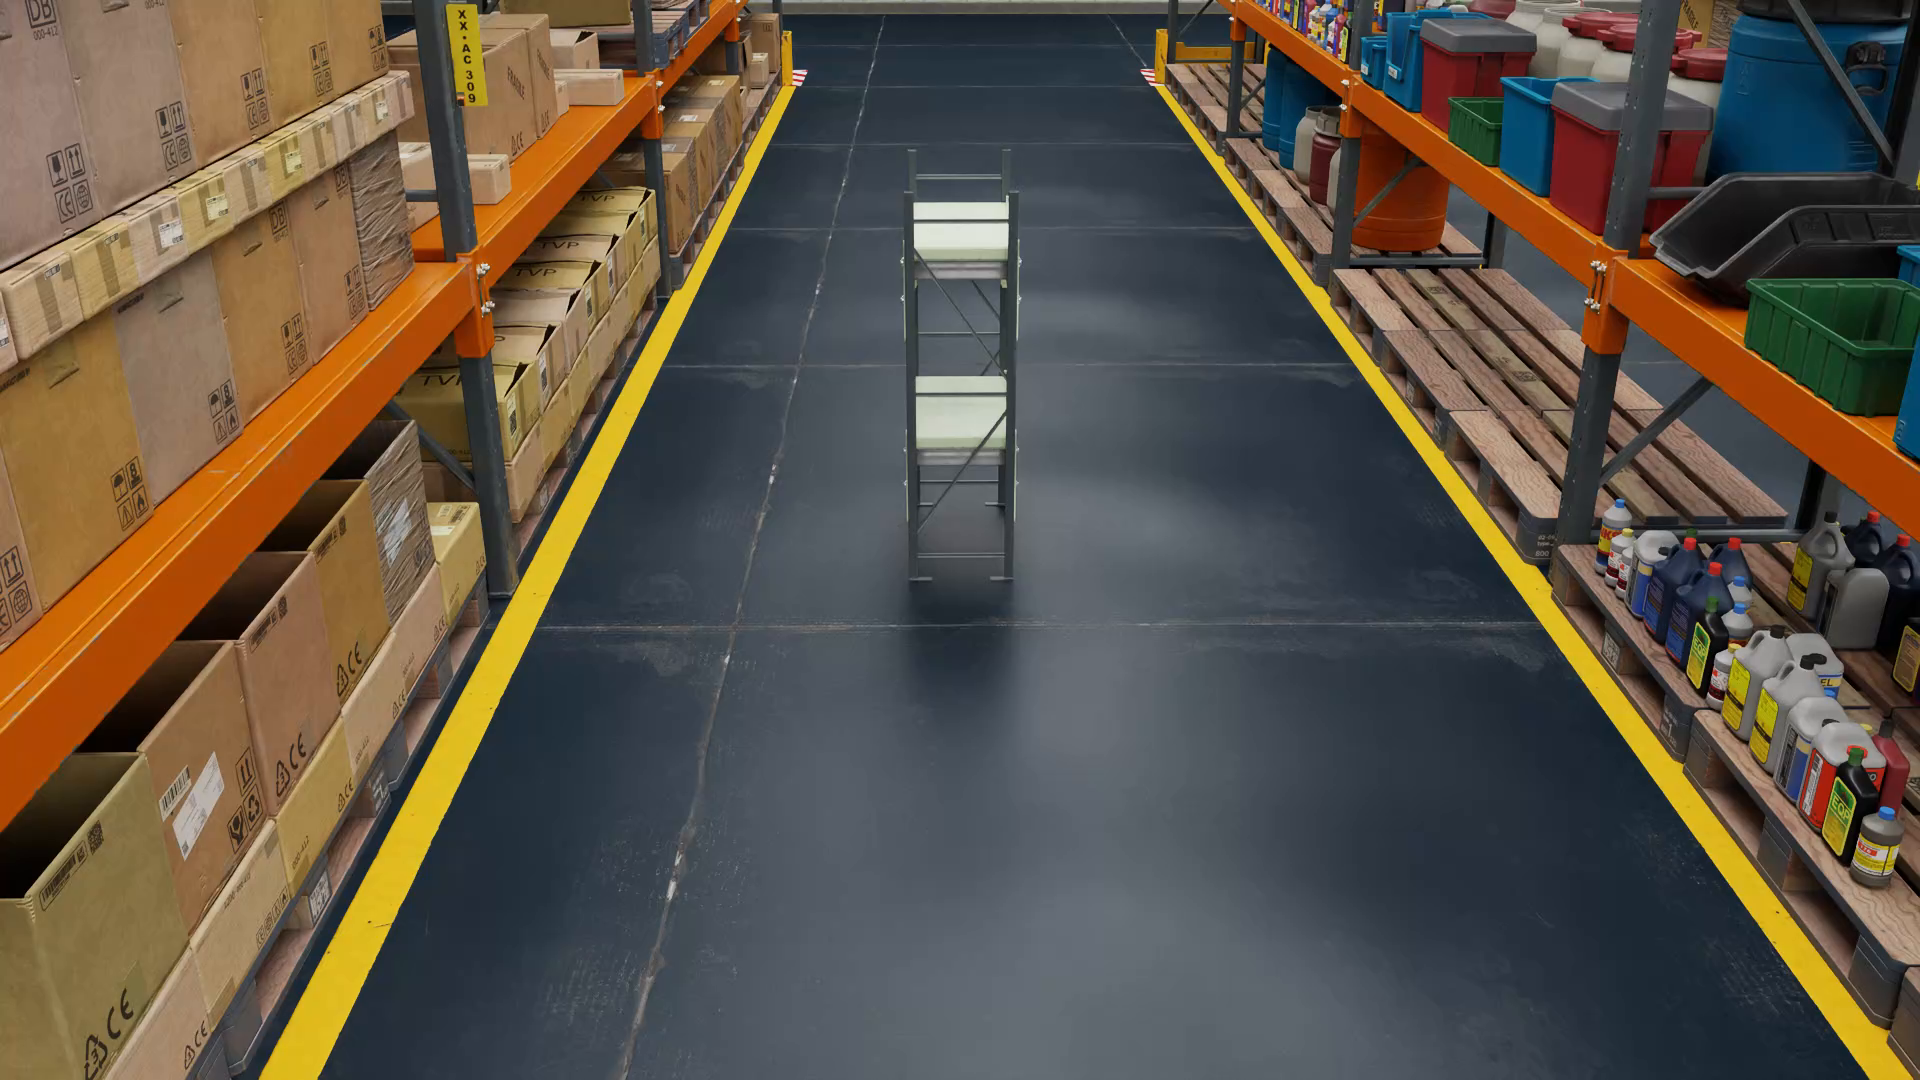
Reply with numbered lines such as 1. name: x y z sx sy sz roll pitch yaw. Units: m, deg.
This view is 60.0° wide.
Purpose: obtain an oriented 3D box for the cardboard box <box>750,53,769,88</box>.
1. cardboard box: -2.086 -4.449 15.749 0.500 0.250 0.500 0 24 -1

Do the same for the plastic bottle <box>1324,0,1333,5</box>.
1. plastic bottle: 2.420 -3.499 10.988 0.061 0.283 0.133 0 24 -1

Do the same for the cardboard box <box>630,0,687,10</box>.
1. cardboard box: -2.170 -3.693 10.644 0.700 0.500 0.500 4 25 9

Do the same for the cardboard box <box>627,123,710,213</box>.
1. cardboard box: -1.963 -2.492 11.119 0.500 0.500 0.500 -1 24 -1

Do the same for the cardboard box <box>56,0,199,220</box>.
1. cardboard box: -2.161 -1.004 3.635 0.700 0.500 0.500 0 24 -1

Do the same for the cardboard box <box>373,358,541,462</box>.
1. cardboard box: -1.944 -0.536 6.442 0.500 0.311 0.500 0 24 0

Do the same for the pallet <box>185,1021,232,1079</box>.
1. pallet: -2.195 1.433 3.325 1.003 0.211 1.213 0 24 -1

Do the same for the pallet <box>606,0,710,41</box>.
1. pallet: -2.258 -3.533 11.154 1.003 0.211 1.213 0 24 -1

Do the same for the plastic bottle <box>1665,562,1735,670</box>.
1. plastic bottle: 2.361 0.227 5.288 0.144 0.351 0.185 -1 24 -3

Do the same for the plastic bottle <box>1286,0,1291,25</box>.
1. plastic bottle: 2.289 -3.672 11.385 0.097 0.271 0.097 0 24 0

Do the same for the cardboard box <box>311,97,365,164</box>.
1. cardboard box: -1.965 -1.191 4.835 0.380 0.149 0.250 -1 24 -2

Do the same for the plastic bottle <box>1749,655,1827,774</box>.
1. plastic bottle: 2.368 0.479 4.731 0.144 0.351 0.185 1 24 2

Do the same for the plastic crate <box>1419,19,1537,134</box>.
1. plastic crate: 2.433 -2.202 7.900 0.402 0.464 0.583 0 24 -1

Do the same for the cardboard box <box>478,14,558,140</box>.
1. cardboard box: -2.197 -2.173 7.794 0.500 0.500 0.500 -2 24 -3

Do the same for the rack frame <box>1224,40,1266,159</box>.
1. rack frame: 2.678 -4.488 13.033 1.000 3.000 0.127 0 24 -1

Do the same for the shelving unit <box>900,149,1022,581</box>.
1. shelving unit: 0.000 -0.681 6.435 0.431 1.500 0.755 0 24 -1

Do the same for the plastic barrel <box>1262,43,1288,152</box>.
1. plastic barrel: 2.667 -3.499 12.883 0.600 0.901 0.708 0 24 -1

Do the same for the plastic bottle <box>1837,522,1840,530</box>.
1. plastic bottle: 3.081 0.031 5.903 0.097 0.201 0.097 0 24 0

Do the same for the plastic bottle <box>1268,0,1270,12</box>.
1. plastic bottle: 2.282 -3.926 12.032 0.097 0.201 0.097 0 24 0

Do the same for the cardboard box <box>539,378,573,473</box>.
1. cardboard box: -1.949 -0.487 7.014 0.500 0.250 0.500 0 24 1

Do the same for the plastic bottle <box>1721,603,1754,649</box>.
1. plastic bottle: 2.400 0.324 5.171 0.097 0.271 0.097 0 24 0

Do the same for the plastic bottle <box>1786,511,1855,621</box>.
1. plastic bottle: 2.916 0.080 5.614 0.144 0.351 0.185 0 24 -1

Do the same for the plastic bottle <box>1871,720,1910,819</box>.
1. plastic bottle: 2.481 0.634 4.470 0.061 0.283 0.133 0 24 -1

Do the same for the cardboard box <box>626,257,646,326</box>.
1. cardboard box: -1.973 -1.329 8.877 0.500 0.250 0.500 -1 24 -1

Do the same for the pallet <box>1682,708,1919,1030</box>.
1. pallet: 2.747 0.860 4.592 1.003 0.211 1.213 0 24 -1

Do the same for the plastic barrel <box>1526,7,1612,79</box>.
1. plastic barrel: 2.951 -2.294 8.047 0.421 0.512 0.421 0 24 0

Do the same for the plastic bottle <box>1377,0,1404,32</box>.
1. plastic bottle: 2.876 -3.578 11.081 0.144 0.351 0.185 0 24 -1

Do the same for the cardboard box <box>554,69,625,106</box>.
1. cardboard box: -1.946 -2.335 8.578 0.380 0.149 0.250 0 24 -1

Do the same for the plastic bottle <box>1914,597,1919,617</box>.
1. plastic bottle: 3.106 0.256 5.307 0.061 0.283 0.133 1 24 3

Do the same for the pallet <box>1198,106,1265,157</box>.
1. pallet: 2.631 -3.520 14.277 1.003 0.211 1.213 0 24 -1

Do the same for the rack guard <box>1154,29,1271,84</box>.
1. rack guard: 2.621 -5.007 17.214 1.175 0.500 0.348 0 24 -1

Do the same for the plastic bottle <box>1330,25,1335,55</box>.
1. plastic bottle: 2.305 -3.057 10.110 0.097 0.201 0.097 0 24 0

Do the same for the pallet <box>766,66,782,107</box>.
1. pallet: -2.309 -4.485 16.411 1.003 0.211 1.213 0 24 -1

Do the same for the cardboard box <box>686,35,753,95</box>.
1. cardboard box: -2.301 -4.304 15.123 0.797 0.503 0.637 0 24 -1

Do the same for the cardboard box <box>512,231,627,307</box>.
1. cardboard box: -1.965 -1.376 8.299 0.500 0.311 0.500 0 24 -1

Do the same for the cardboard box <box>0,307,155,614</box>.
1. cardboard box: -2.147 -0.181 3.390 0.700 0.500 0.500 0 24 0

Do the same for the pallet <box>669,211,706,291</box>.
1. pallet: -2.202 -1.856 10.598 1.003 0.211 1.213 0 24 -1

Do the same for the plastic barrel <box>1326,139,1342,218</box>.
1. plastic barrel: 2.603 -2.331 10.774 0.421 0.512 0.421 0 24 0

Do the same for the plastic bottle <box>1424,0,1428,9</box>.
1. plastic bottle: 3.073 -3.443 10.864 0.061 0.283 0.133 0 24 -1

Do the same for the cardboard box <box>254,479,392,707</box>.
1. cardboard box: -1.962 0.151 4.693 0.500 0.500 0.500 0 24 -1

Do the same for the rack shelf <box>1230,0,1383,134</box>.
1. rack shelf: 2.699 -3.336 11.359 1.077 0.370 4.000 0 24 -1

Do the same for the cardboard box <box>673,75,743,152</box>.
1. cardboard box: -1.983 -3.327 12.965 0.500 0.500 0.500 0 24 -1

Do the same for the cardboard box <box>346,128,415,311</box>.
1. cardboard box: -2.177 -1.034 5.274 0.700 0.500 0.500 -1 24 -2

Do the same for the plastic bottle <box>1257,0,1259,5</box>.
1. plastic bottle: 2.277 -4.134 12.406 0.097 0.271 0.097 0 24 0

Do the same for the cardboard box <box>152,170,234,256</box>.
1. cardboard box: -1.953 -0.768 3.900 0.380 0.149 0.250 1 24 1

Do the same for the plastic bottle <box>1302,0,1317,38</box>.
1. plastic bottle: 2.278 -3.422 10.818 0.061 0.283 0.133 0 24 -1

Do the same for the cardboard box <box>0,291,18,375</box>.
1. cardboard box: -1.941 -0.342 2.957 0.380 0.149 0.250 -1 24 -1

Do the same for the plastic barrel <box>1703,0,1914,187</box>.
1. plastic barrel: 3.064 -1.580 5.996 0.600 0.901 0.708 0 24 -1

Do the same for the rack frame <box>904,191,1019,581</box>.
1. rack frame: 0.004 -0.530 6.101 0.400 1.500 0.023 0 24 -1

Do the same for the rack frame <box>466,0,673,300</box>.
1. rack frame: -2.232 -2.819 9.343 1.000 3.000 0.127 0 24 -1

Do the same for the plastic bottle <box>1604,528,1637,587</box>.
1. plastic bottle: 2.331 0.058 5.843 0.097 0.201 0.097 0 24 0

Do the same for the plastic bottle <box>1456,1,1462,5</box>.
1. plastic bottle: 3.079 -3.212 10.354 0.061 0.283 0.133 0 24 -1

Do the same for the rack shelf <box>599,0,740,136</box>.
1. rack shelf: -2.254 -3.315 11.313 1.077 0.370 4.000 0 24 -1

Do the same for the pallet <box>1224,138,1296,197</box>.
1. pallet: 2.644 -2.899 12.904 1.003 0.211 1.213 0 24 -1

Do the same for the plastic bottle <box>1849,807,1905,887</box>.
1. plastic bottle: 2.350 0.777 4.255 0.097 0.201 0.097 0 24 0

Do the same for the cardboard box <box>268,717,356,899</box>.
1. cardboard box: -1.943 0.699 4.392 0.500 0.250 0.500 0 24 -1

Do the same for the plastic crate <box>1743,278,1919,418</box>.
1. plastic crate: 2.497 -0.534 4.549 0.450 0.188 0.662 0 24 -1
